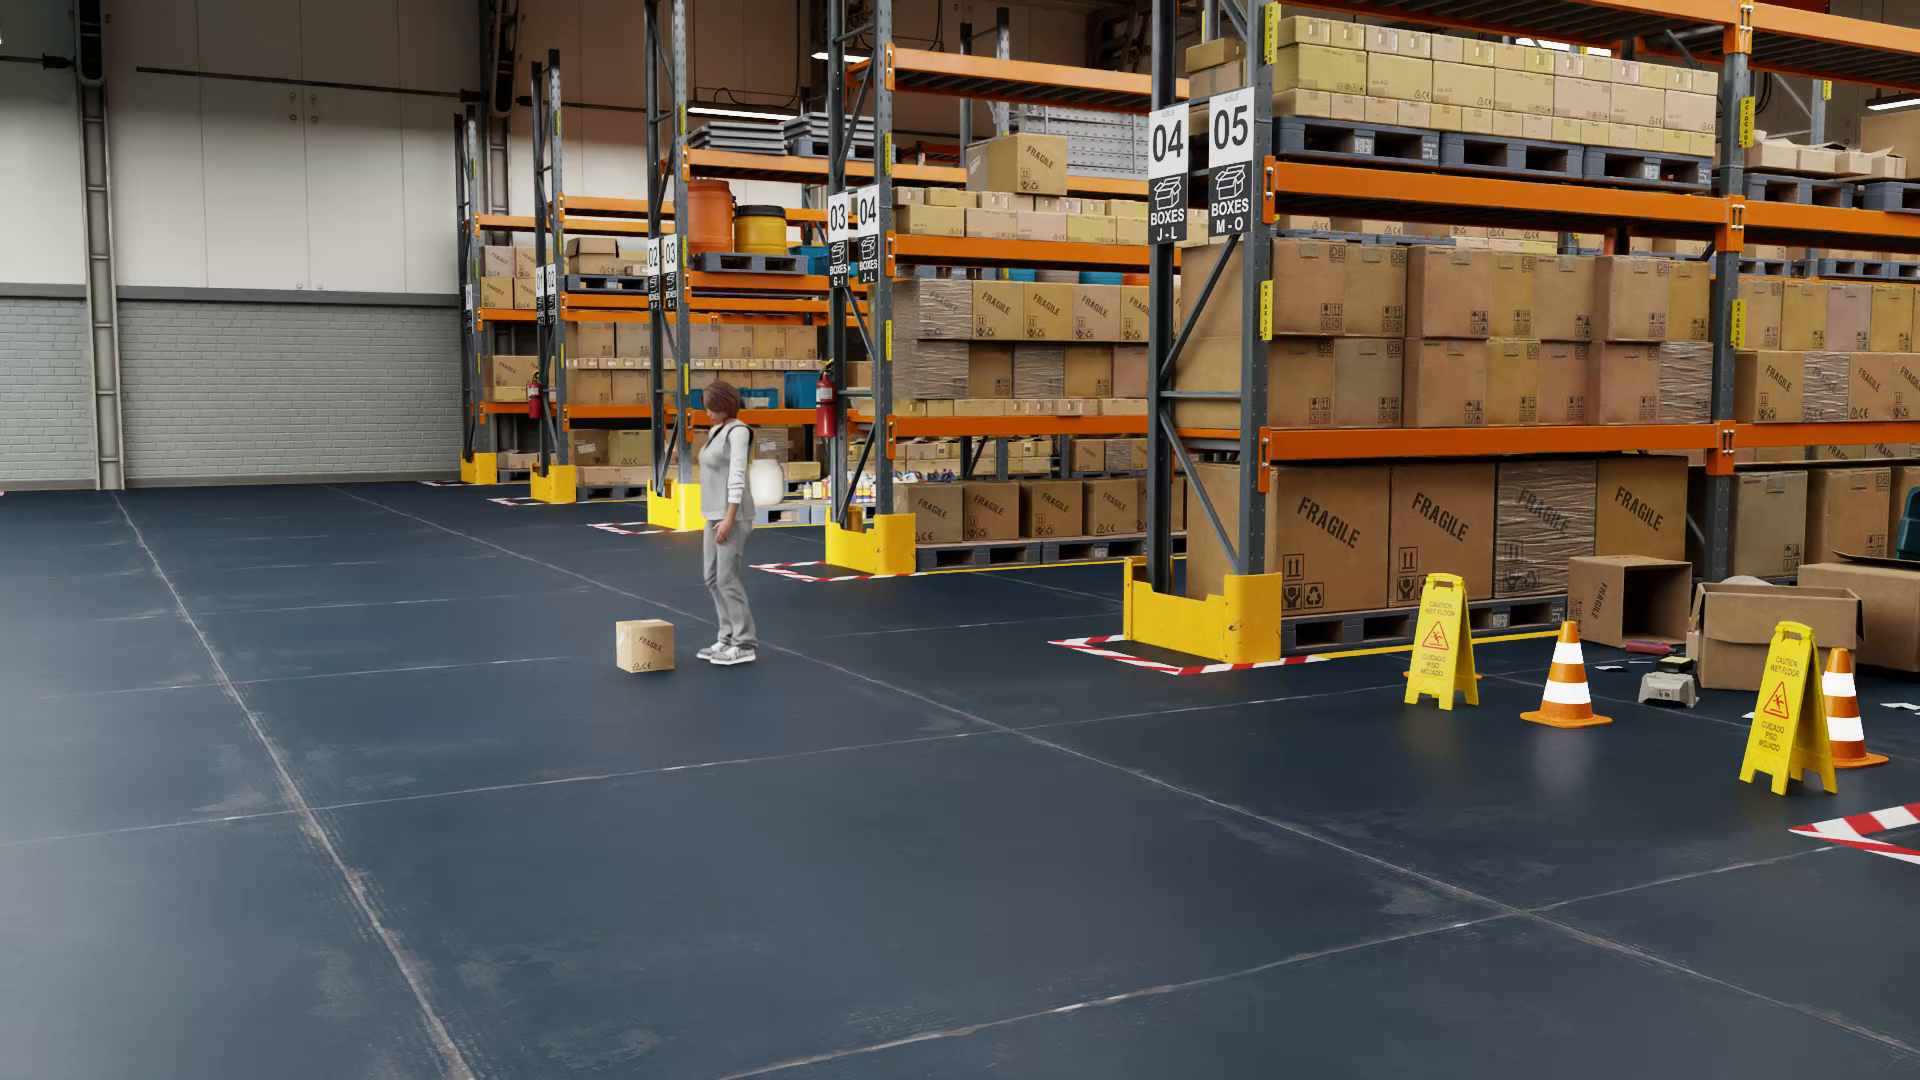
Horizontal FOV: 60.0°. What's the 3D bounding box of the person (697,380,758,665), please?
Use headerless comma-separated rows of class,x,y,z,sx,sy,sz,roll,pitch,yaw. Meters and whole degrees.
person,-1.303,-0.032,9.366,0.300,1.457,0.409,-3,6,-28
